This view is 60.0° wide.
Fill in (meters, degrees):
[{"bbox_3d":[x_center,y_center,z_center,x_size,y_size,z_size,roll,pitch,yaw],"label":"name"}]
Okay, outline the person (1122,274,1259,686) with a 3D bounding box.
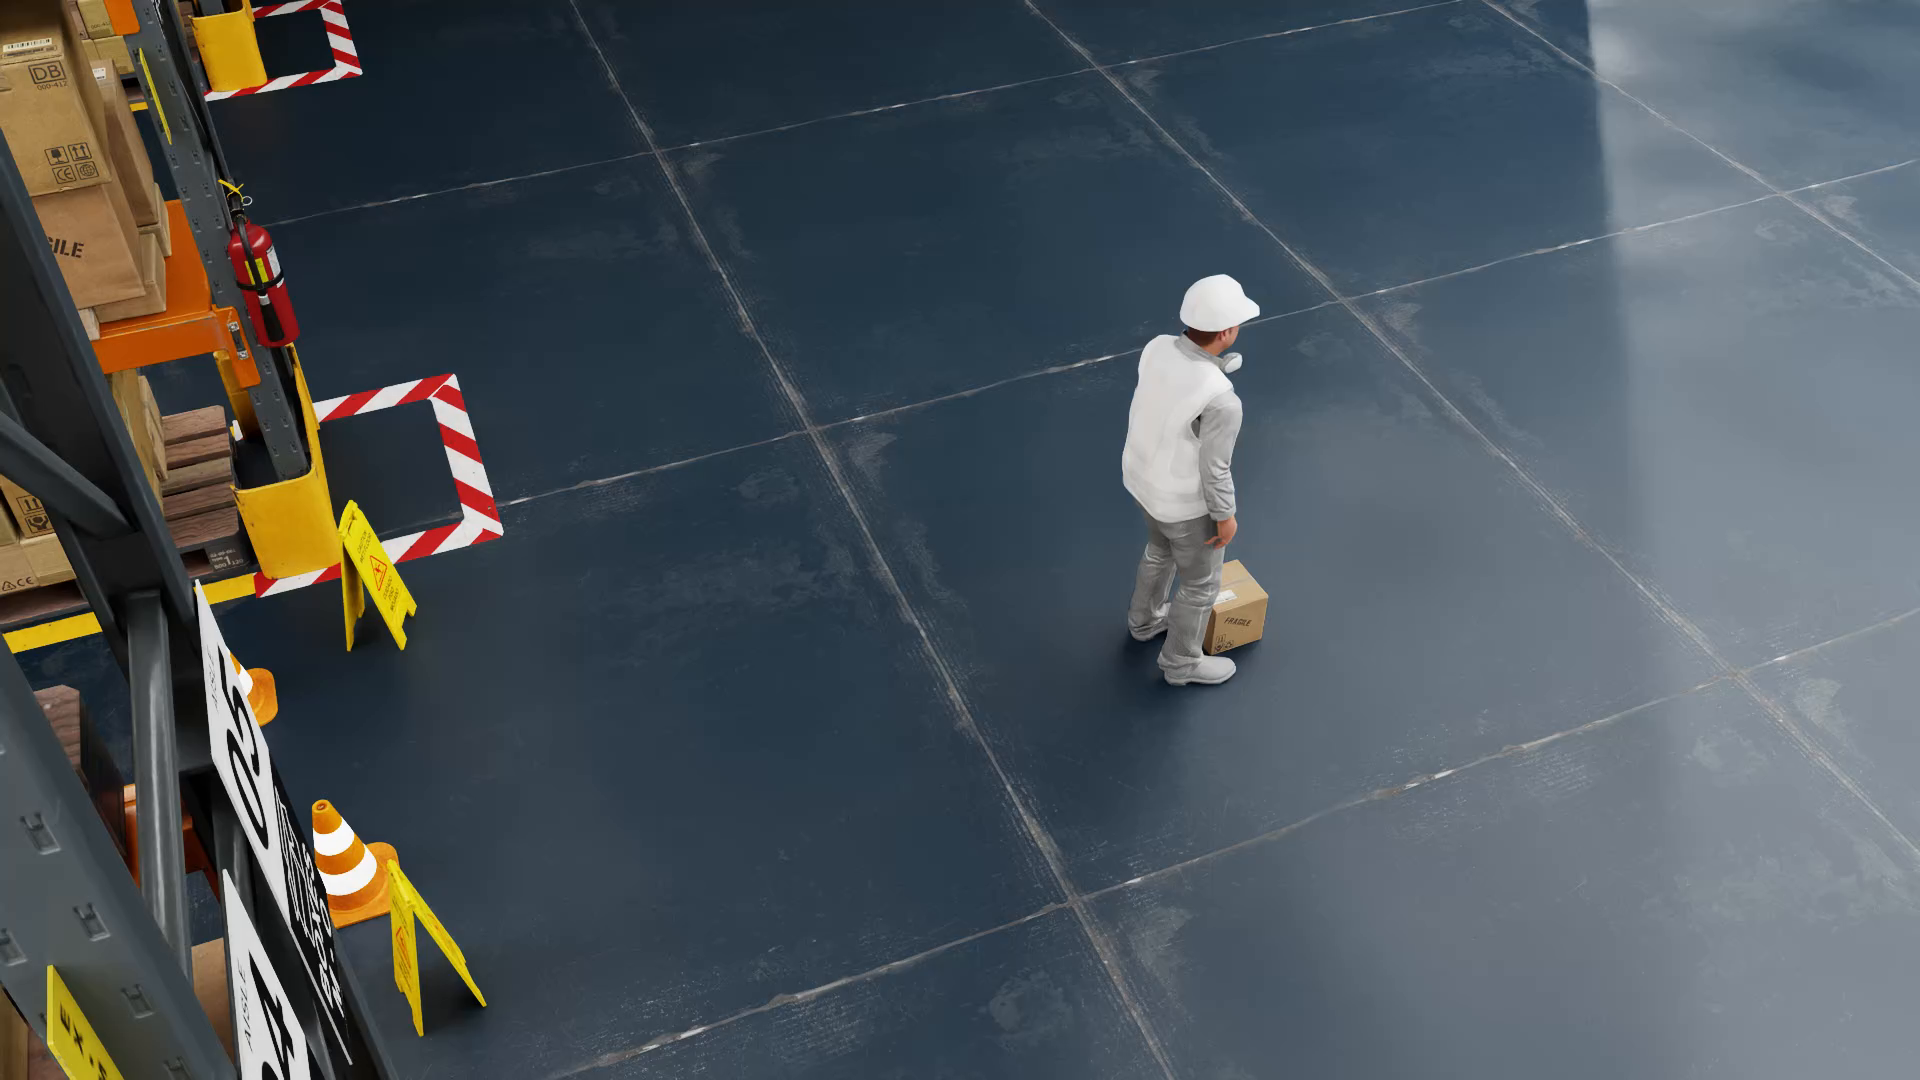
[{"bbox_3d":[0.864,-0.220,6.388,0.463,1.770,0.585,-18,44,-19],"label":"person"}]
